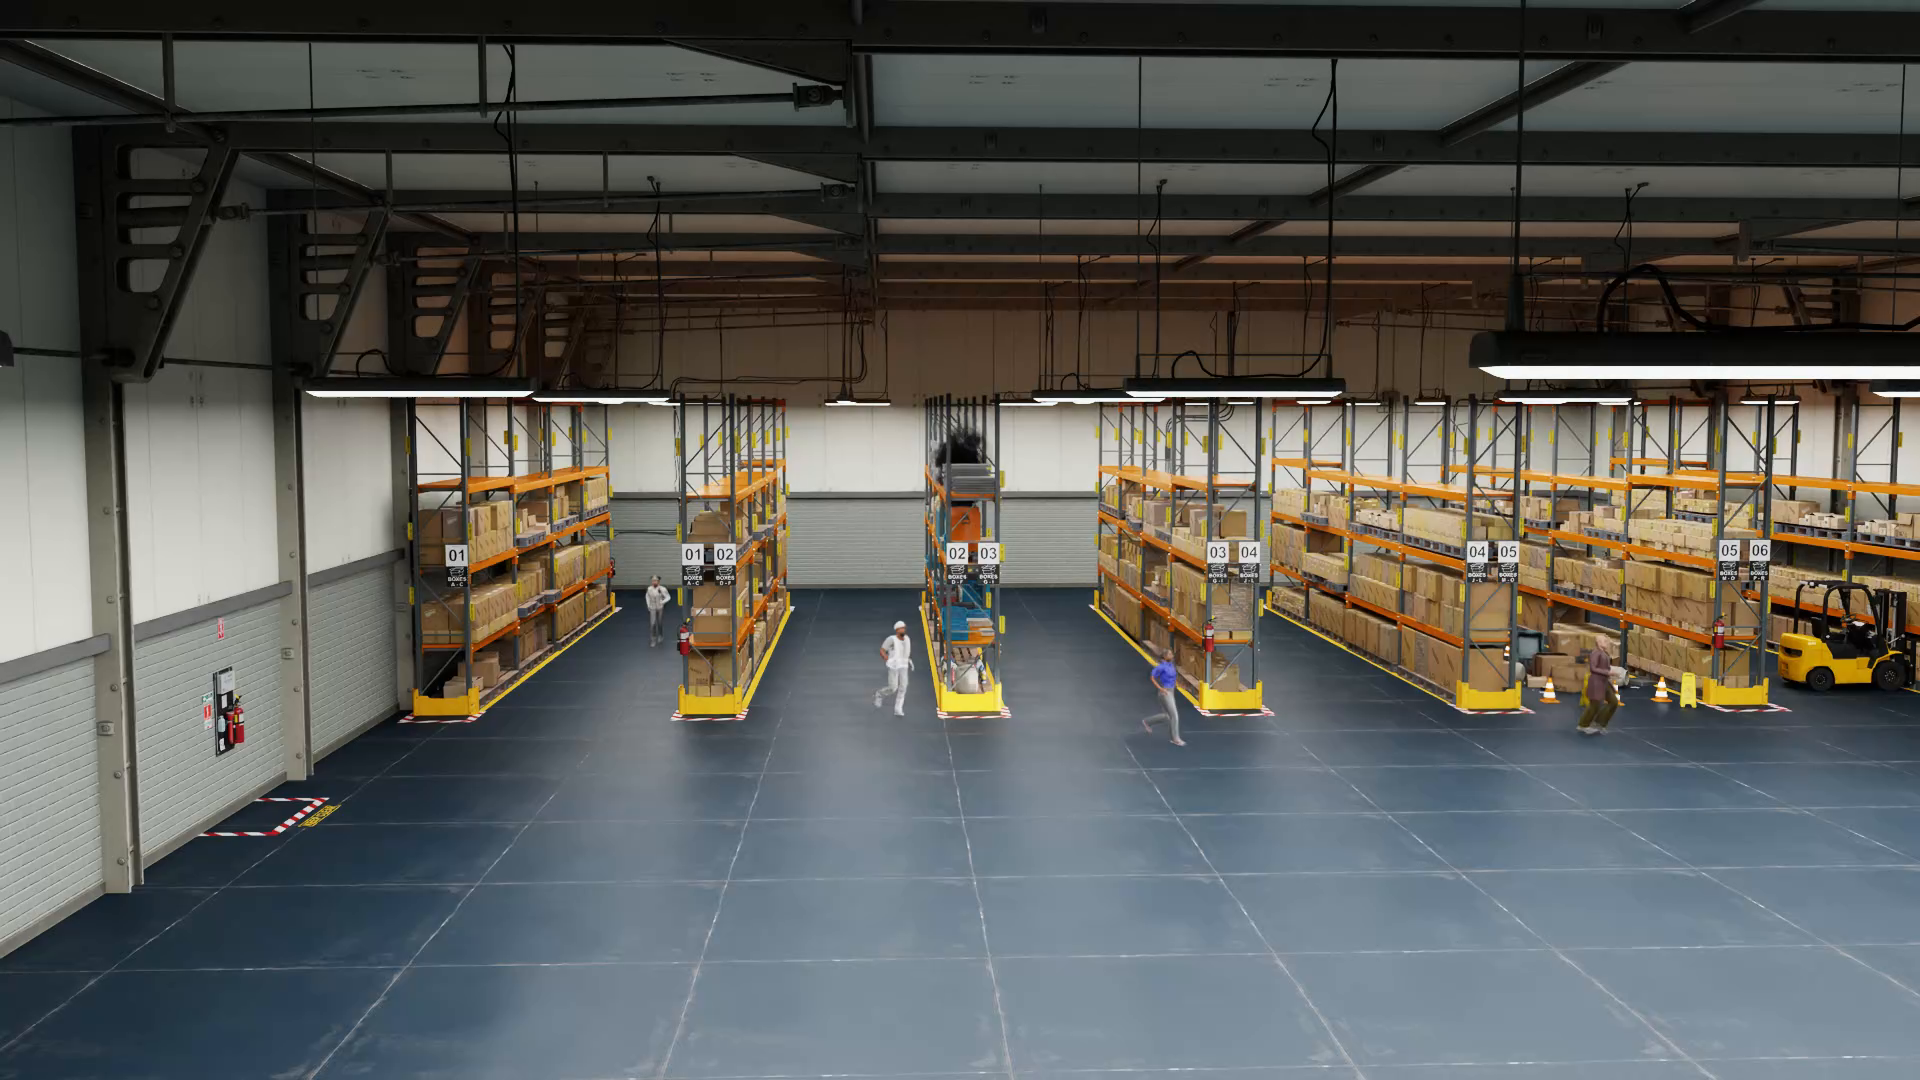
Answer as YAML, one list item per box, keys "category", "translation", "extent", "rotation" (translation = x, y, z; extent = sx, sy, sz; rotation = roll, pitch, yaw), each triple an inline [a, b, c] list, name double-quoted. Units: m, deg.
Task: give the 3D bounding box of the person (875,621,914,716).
- category: "person"
  translation: [-1.151, 2.394, 31.214]
  extent: [0.741, 1.728, 0.833]
  rotation: [-4, 6, -40]

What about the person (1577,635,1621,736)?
- category: "person"
  translation: [11.184, 2.559, 29.061]
  extent: [0.781, 1.809, 0.695]
  rotation: [4, 6, 44]

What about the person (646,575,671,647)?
- category: "person"
  translation: [-7.312, 1.711, 40.296]
  extent: [0.624, 1.765, 0.702]
  rotation: [0, 5, 0]

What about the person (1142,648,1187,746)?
- category: "person"
  translation: [3.502, 2.672, 28.431]
  extent: [0.819, 1.657, 0.579]
  rotation: [2, 5, 27]

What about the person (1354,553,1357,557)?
- category: "person"
  translation: [10.914, 1.234, 45.877]
  extent: [0.723, 1.739, 0.730]
  rotation: [-1, 5, -9]
